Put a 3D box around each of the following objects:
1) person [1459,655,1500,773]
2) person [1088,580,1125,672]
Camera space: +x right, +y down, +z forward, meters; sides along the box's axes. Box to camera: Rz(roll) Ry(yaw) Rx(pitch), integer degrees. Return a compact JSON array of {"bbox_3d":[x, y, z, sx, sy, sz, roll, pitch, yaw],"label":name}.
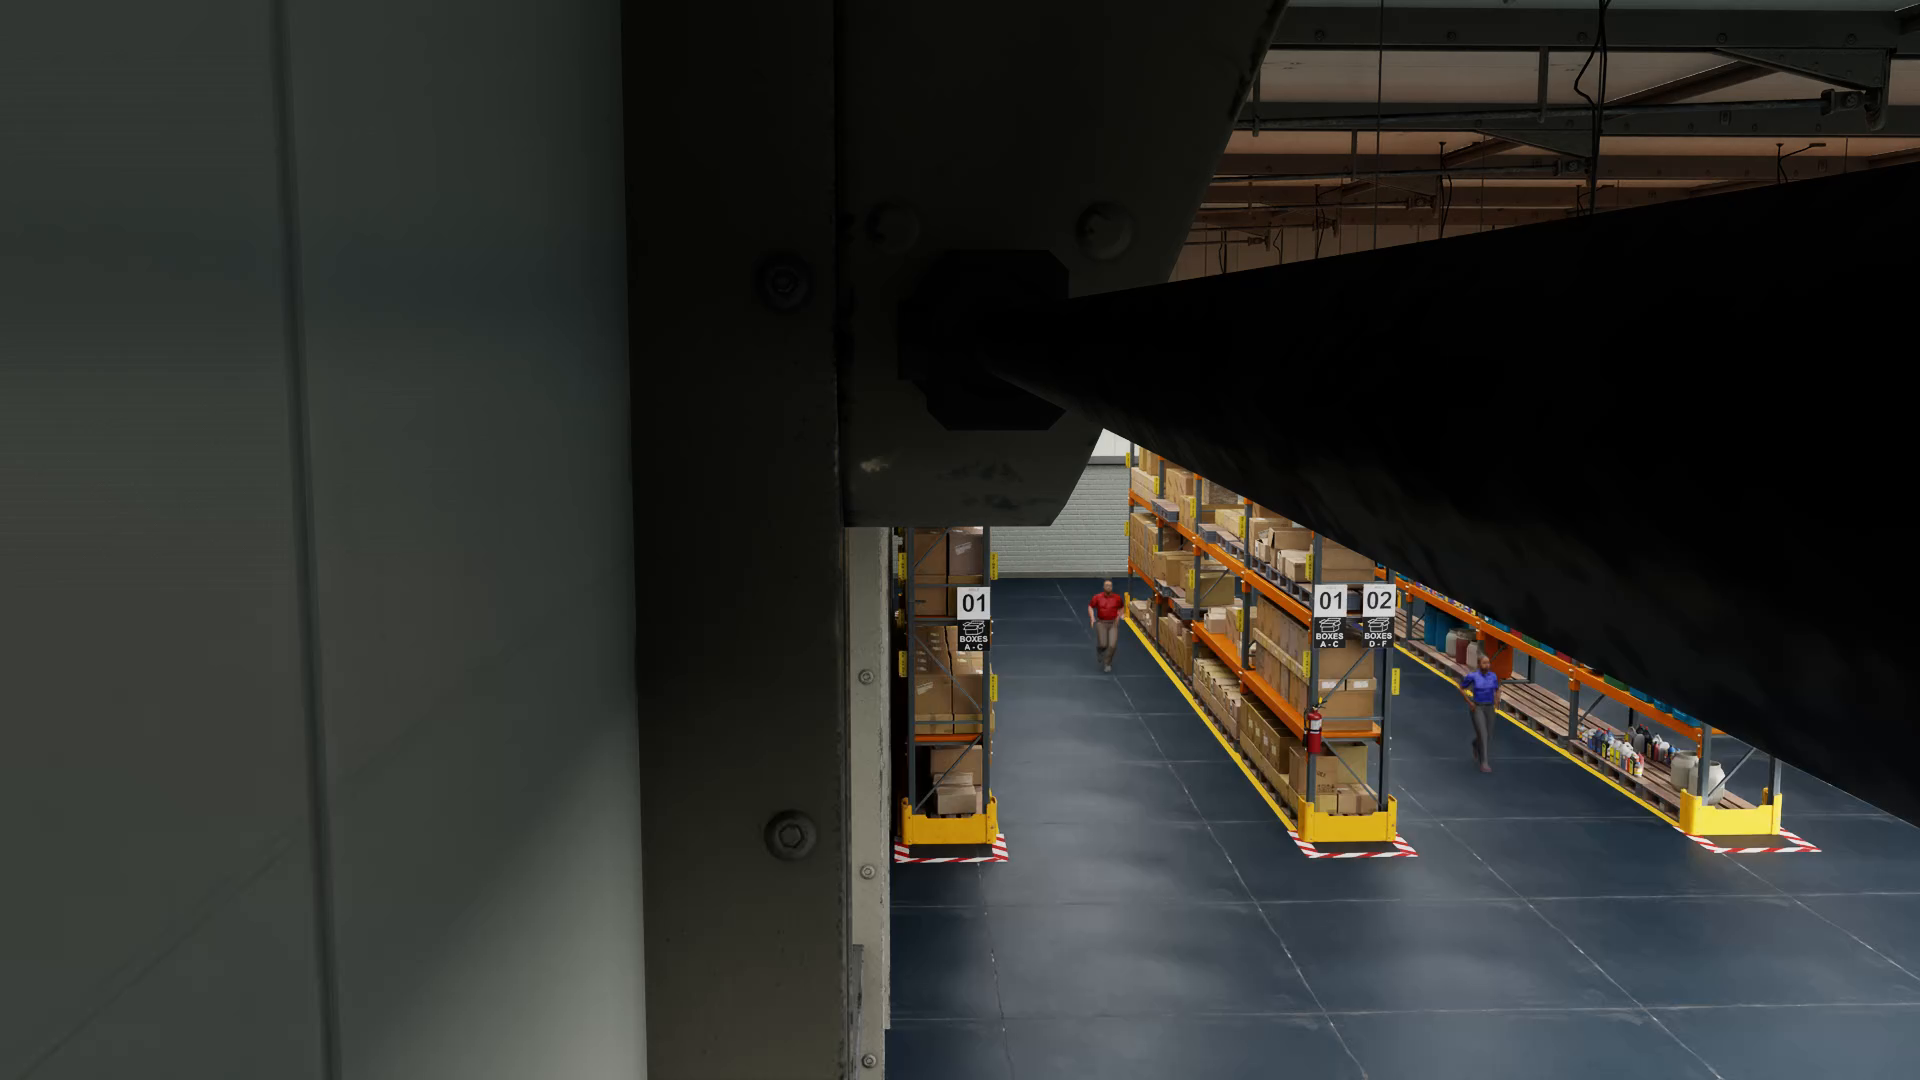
[{"bbox_3d":[7.497,2.464,23.959,0.585,1.650,0.705,-1,7,-9],"label":"person"},{"bbox_3d":[2.720,1.584,30.731,0.676,1.695,0.595,-1,7,-4],"label":"person"}]
